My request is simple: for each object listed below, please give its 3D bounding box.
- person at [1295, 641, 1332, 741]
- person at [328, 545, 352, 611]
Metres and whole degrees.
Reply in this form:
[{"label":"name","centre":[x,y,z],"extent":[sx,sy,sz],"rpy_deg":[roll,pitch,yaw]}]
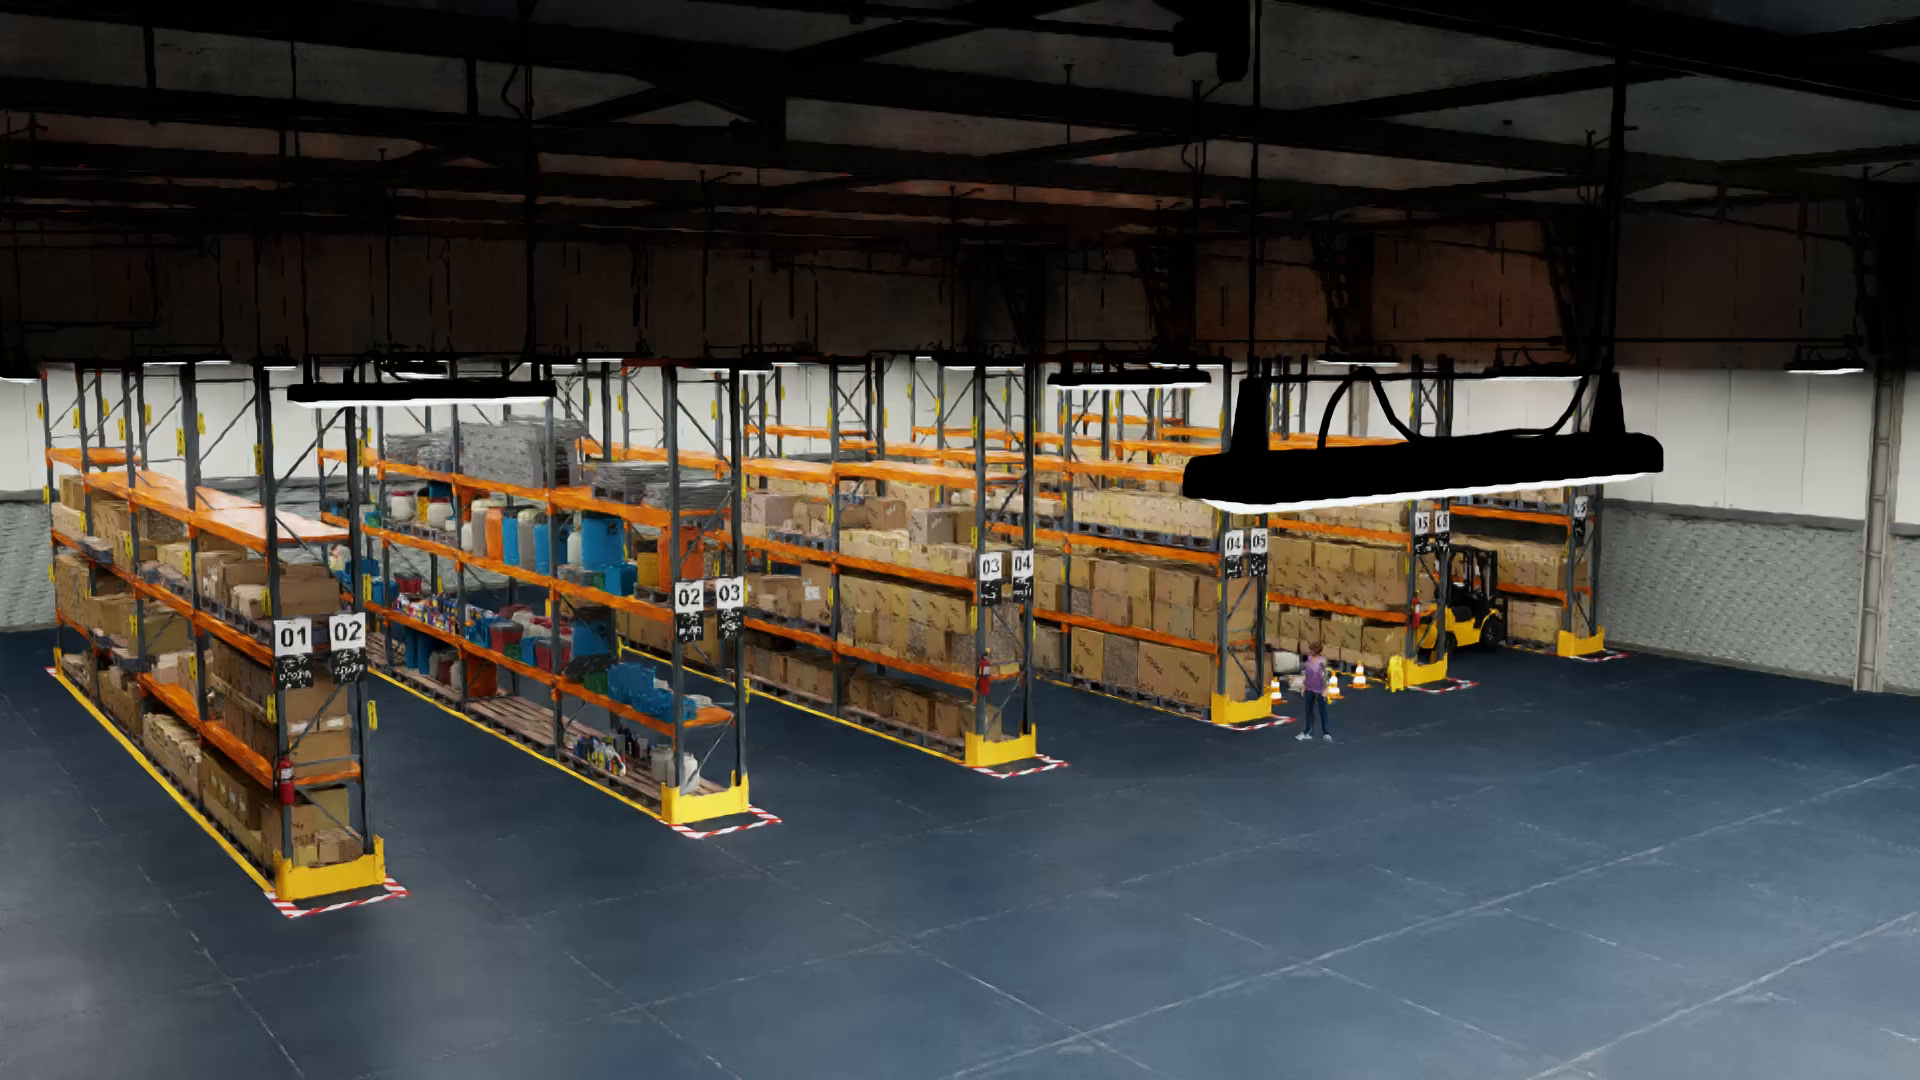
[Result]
[{"label":"person","centre":[5.644,2.382,26.296],"extent":[0.446,1.596,0.514],"rpy_deg":[-6,9,-40]},{"label":"person","centre":[-14.429,0.906,38.464],"extent":[0.446,1.603,1.016],"rpy_deg":[-7,10,-44]}]
